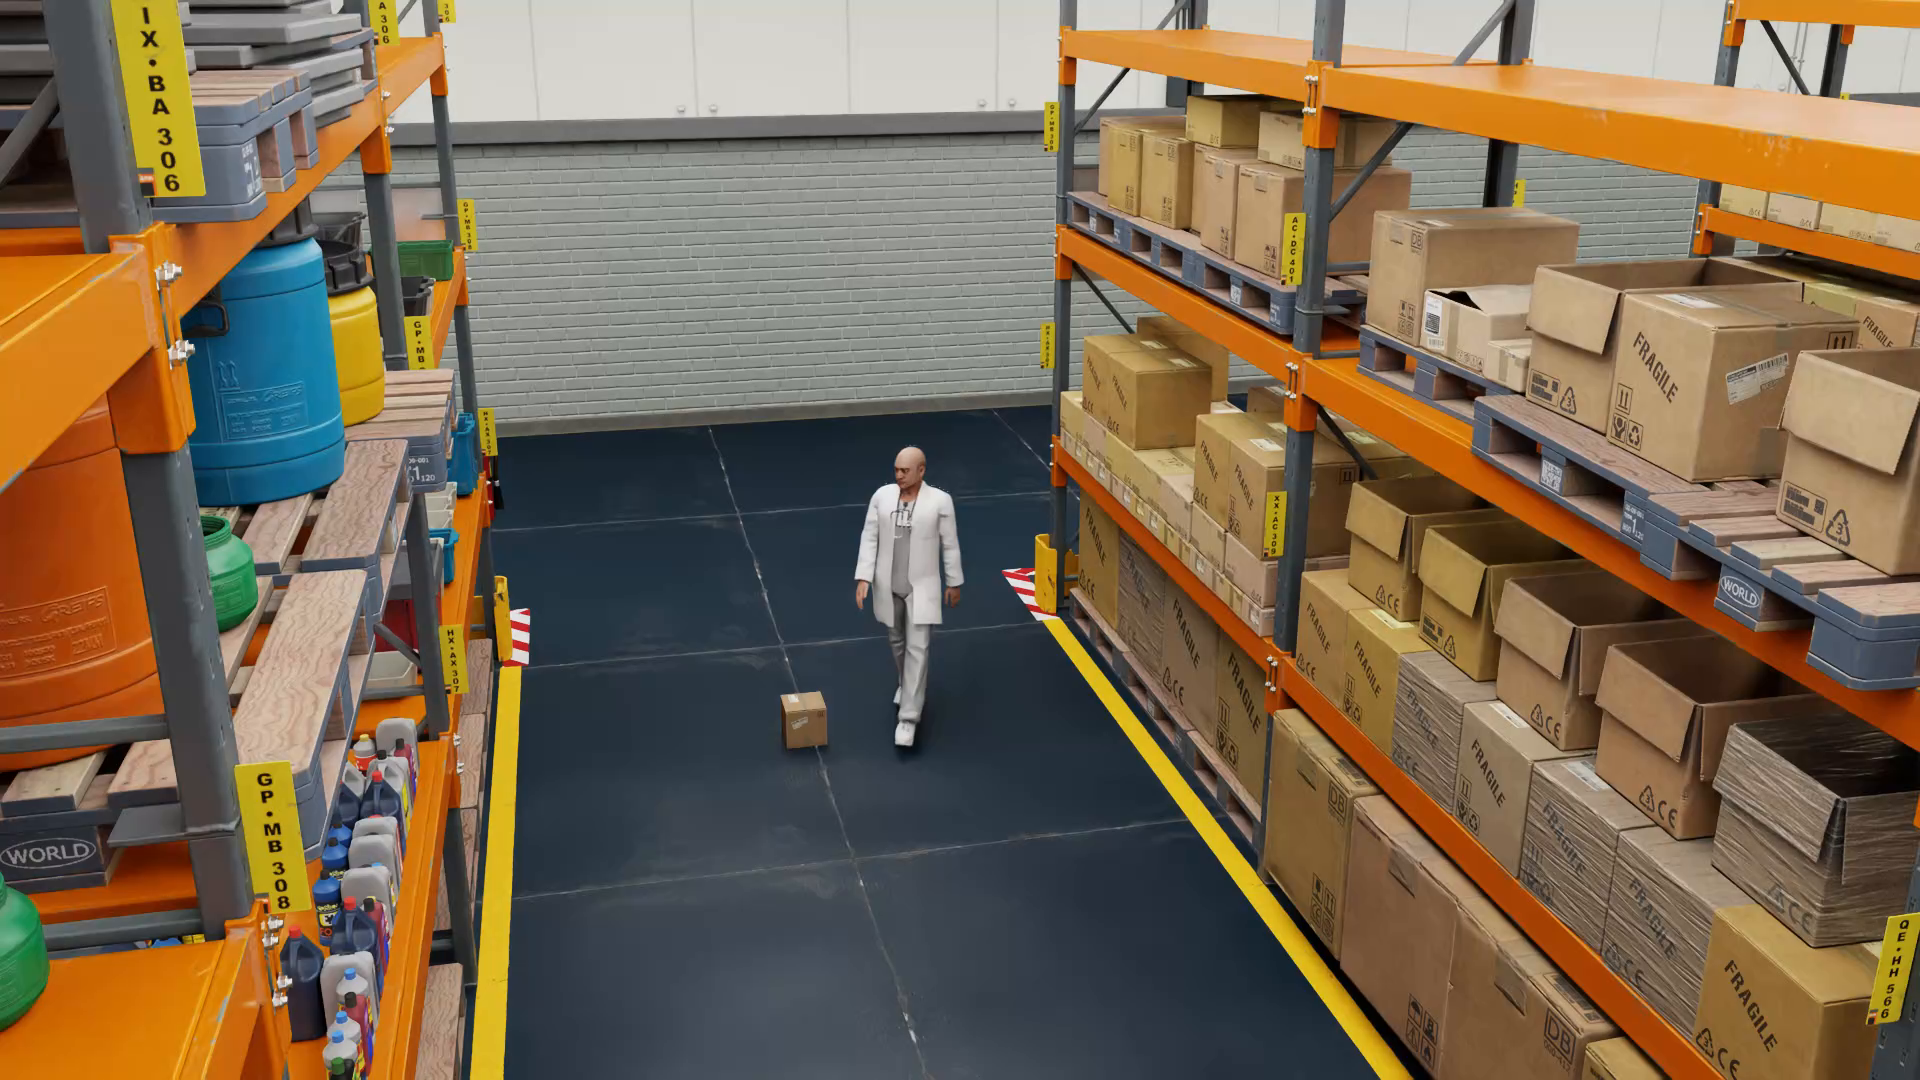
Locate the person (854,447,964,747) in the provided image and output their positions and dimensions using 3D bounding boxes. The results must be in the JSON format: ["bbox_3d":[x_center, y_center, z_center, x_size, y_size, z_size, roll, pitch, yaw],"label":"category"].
[{"bbox_3d":[-0.357,0.310,10.195,0.623,1.735,1.022,6,20,18],"label":"person"}]
